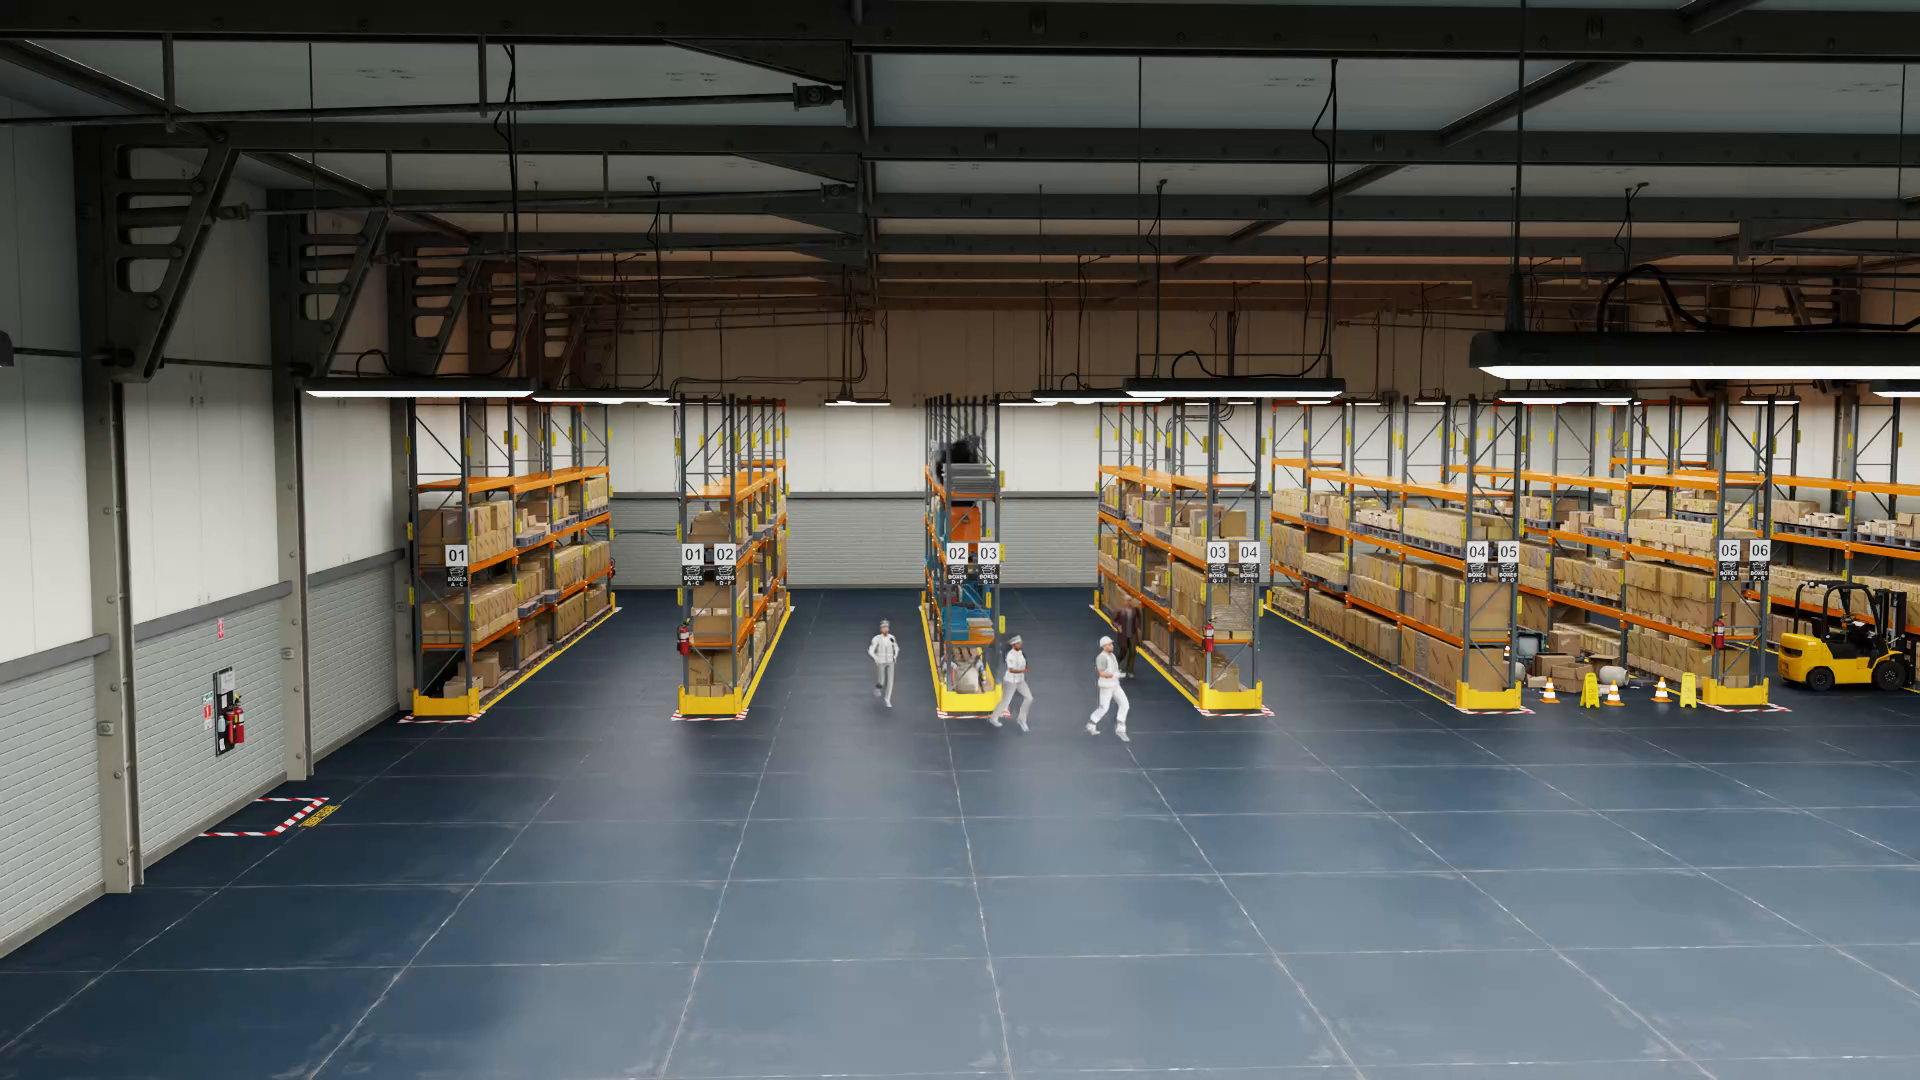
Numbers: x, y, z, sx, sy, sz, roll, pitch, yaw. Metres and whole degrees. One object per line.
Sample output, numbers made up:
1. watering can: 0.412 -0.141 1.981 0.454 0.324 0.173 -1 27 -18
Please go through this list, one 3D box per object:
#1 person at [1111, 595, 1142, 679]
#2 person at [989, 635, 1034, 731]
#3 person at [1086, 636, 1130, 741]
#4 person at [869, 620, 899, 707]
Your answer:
1. person: 3.565 2.039 35.579 0.698 1.753 0.927 -1 5 -9
2. person: 0.961 2.544 29.623 0.875 1.734 0.588 3 5 34
3. person: 2.571 2.572 28.820 0.792 1.820 0.669 3 5 35
4. person: -1.443 2.363 32.029 0.615 1.648 0.725 -1 5 -16
